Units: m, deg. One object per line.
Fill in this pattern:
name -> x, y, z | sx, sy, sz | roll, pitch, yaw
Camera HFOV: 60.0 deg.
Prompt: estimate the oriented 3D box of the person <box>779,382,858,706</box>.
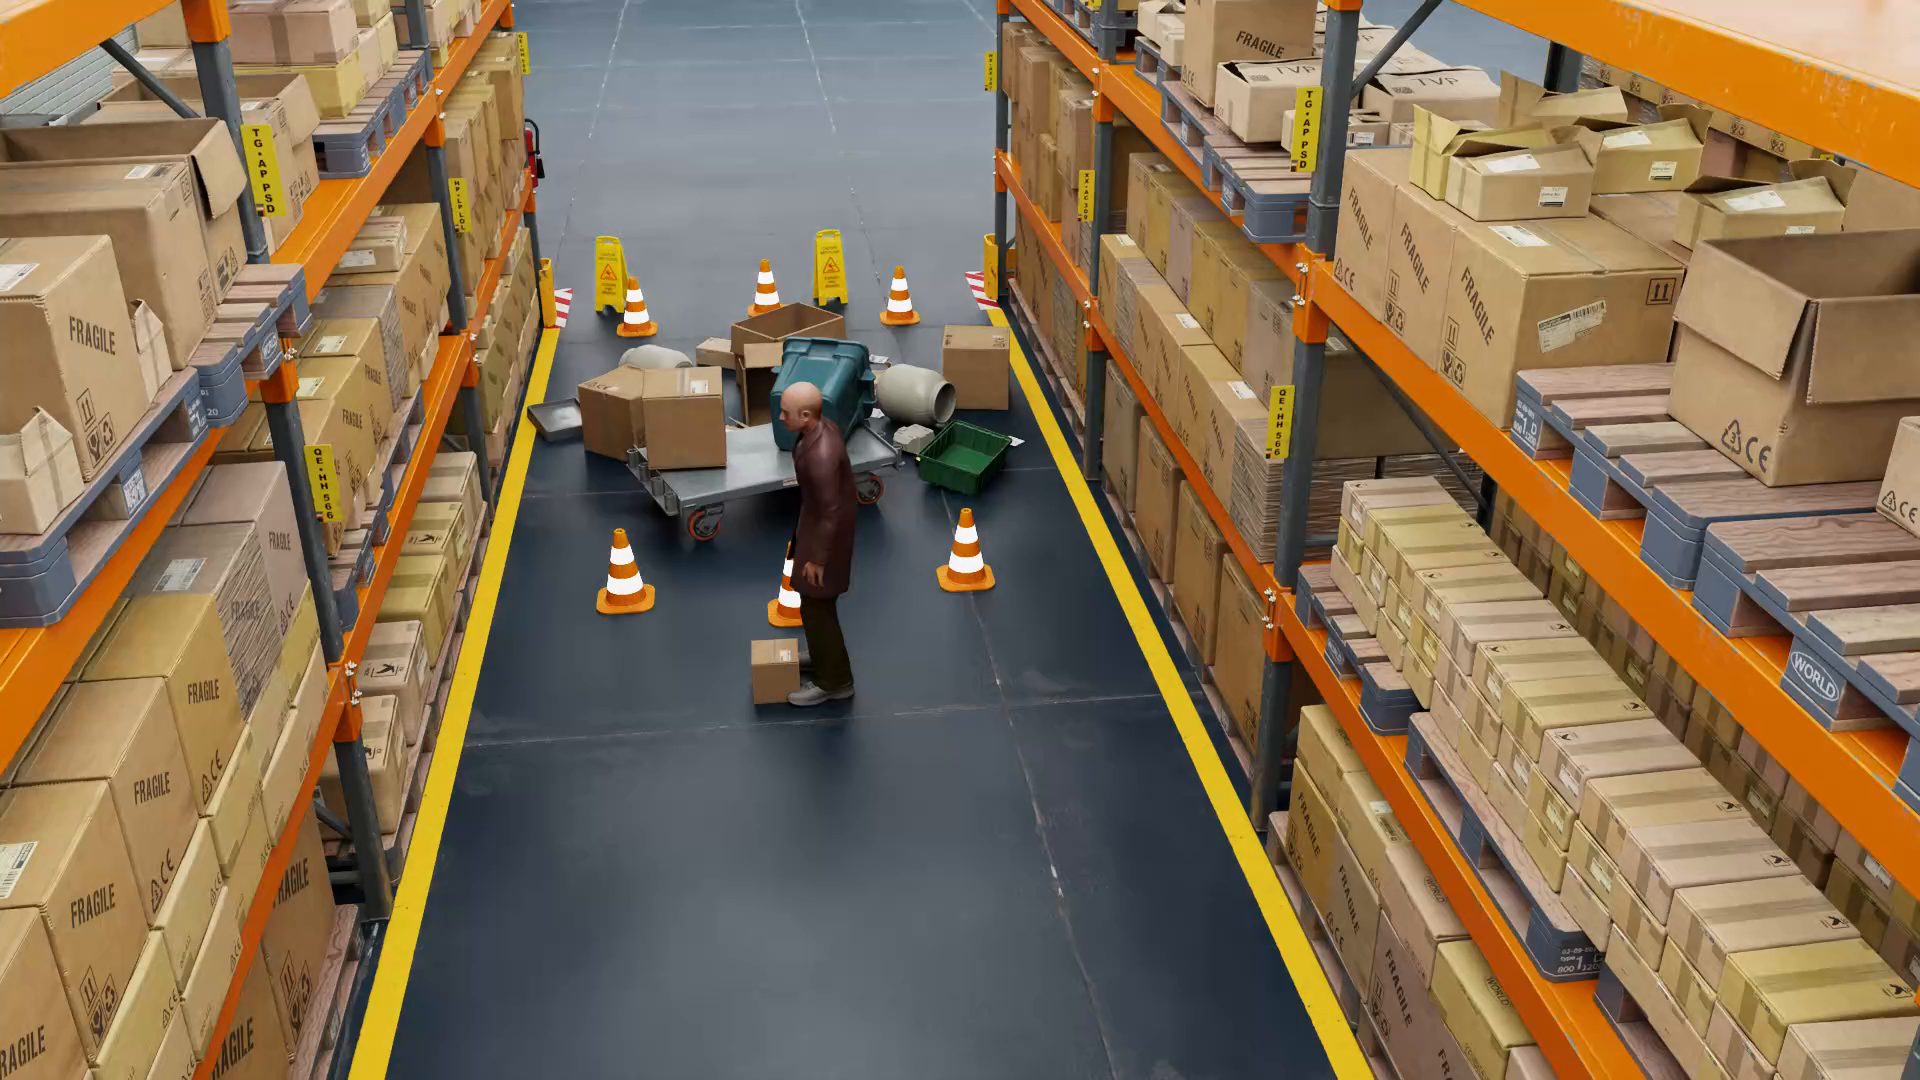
person -> -0.741, 0.002, 8.631 | 0.424, 1.773, 0.641 | -4, 27, -9
